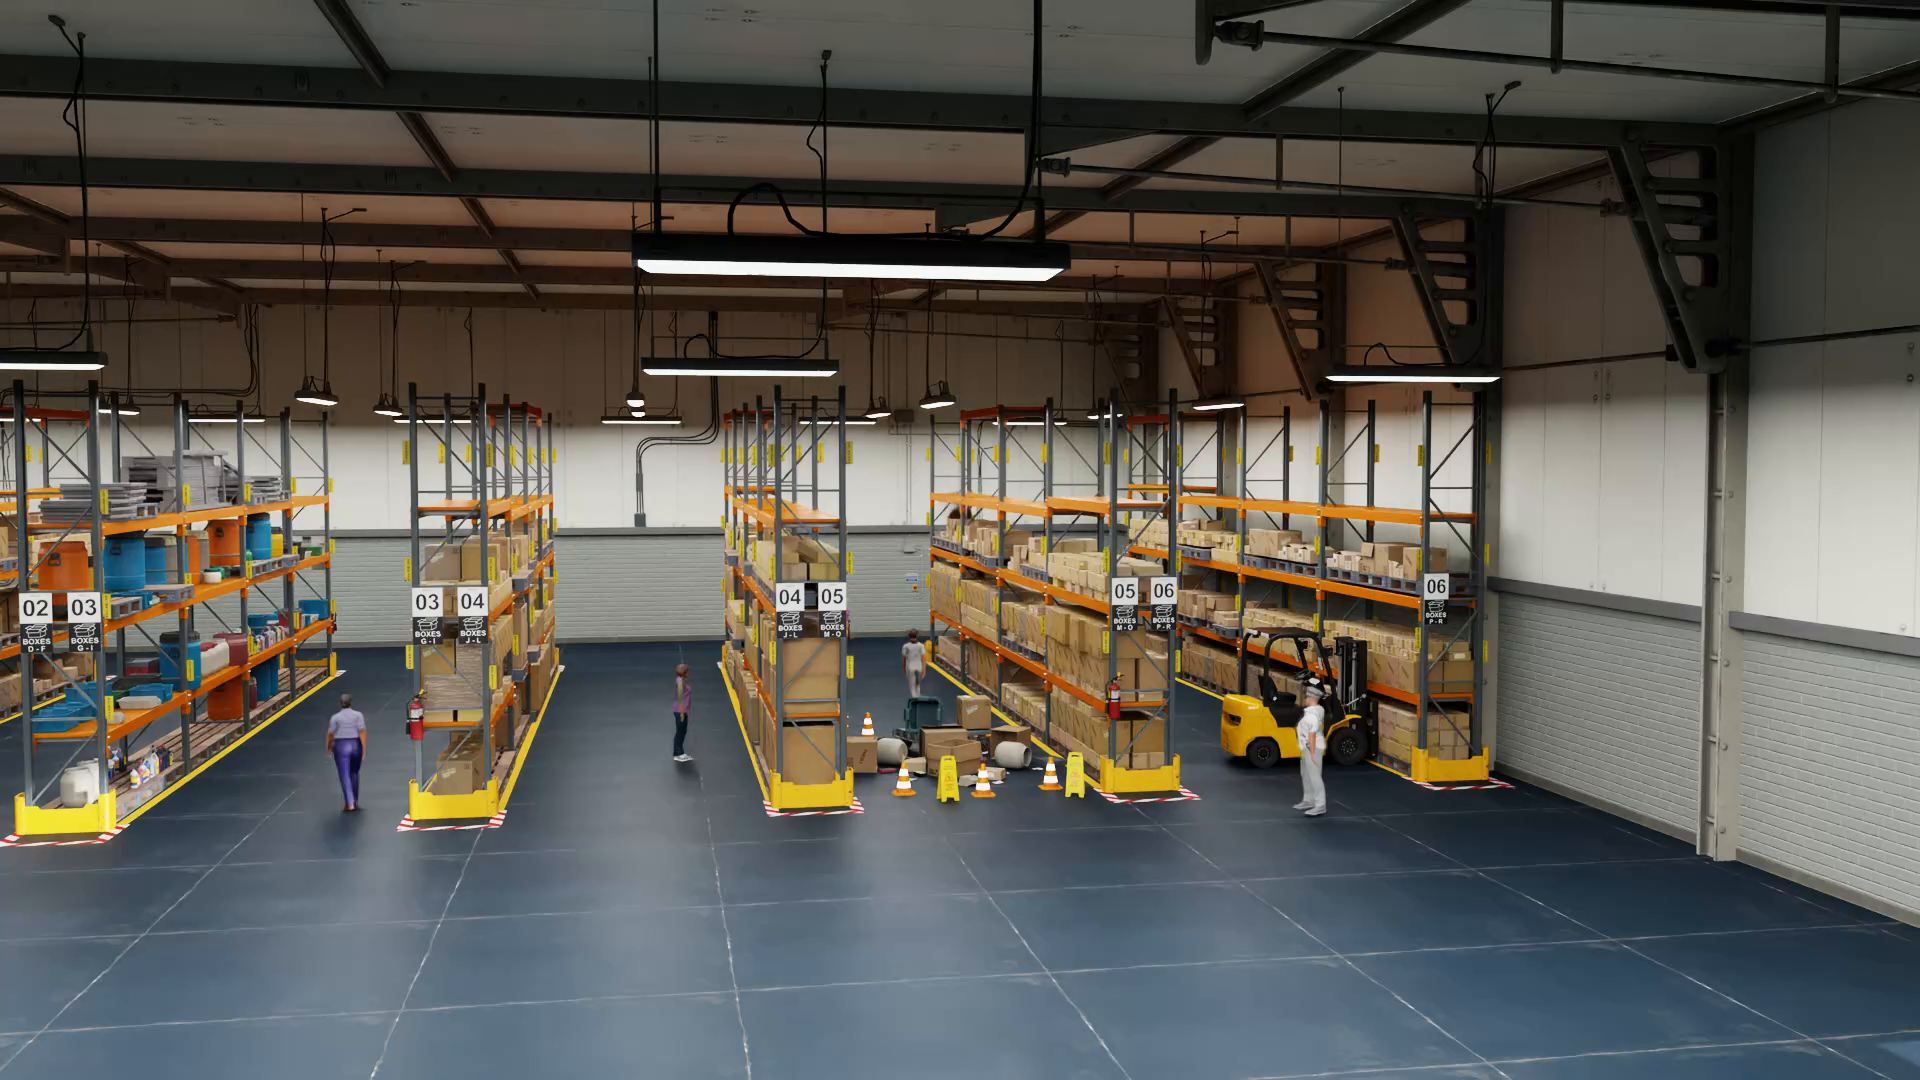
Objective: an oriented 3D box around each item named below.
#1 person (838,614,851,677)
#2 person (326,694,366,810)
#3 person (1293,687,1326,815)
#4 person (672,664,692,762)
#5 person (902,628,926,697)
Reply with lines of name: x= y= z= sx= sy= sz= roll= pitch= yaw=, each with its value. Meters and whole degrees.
person: x=-2.721 y=2.151 z=36.745 sx=0.560 sy=1.791 sz=0.786 roll=-1 pitch=3 yaw=-13
person: x=-8.698 y=3.016 z=23.562 sx=0.674 sy=1.674 sz=0.505 roll=3 pitch=4 yaw=44
person: x=4.900 y=2.936 z=23.282 sx=0.442 sy=1.787 sz=0.719 roll=0 pitch=3 yaw=9
person: x=-4.548 y=2.826 z=27.211 sx=0.322 sy=1.594 sz=0.431 roll=0 pitch=3 yaw=-3
person: x=-0.907 y=2.540 z=32.023 sx=0.442 sy=1.693 sz=0.675 roll=-1 pitch=3 yaw=-20
